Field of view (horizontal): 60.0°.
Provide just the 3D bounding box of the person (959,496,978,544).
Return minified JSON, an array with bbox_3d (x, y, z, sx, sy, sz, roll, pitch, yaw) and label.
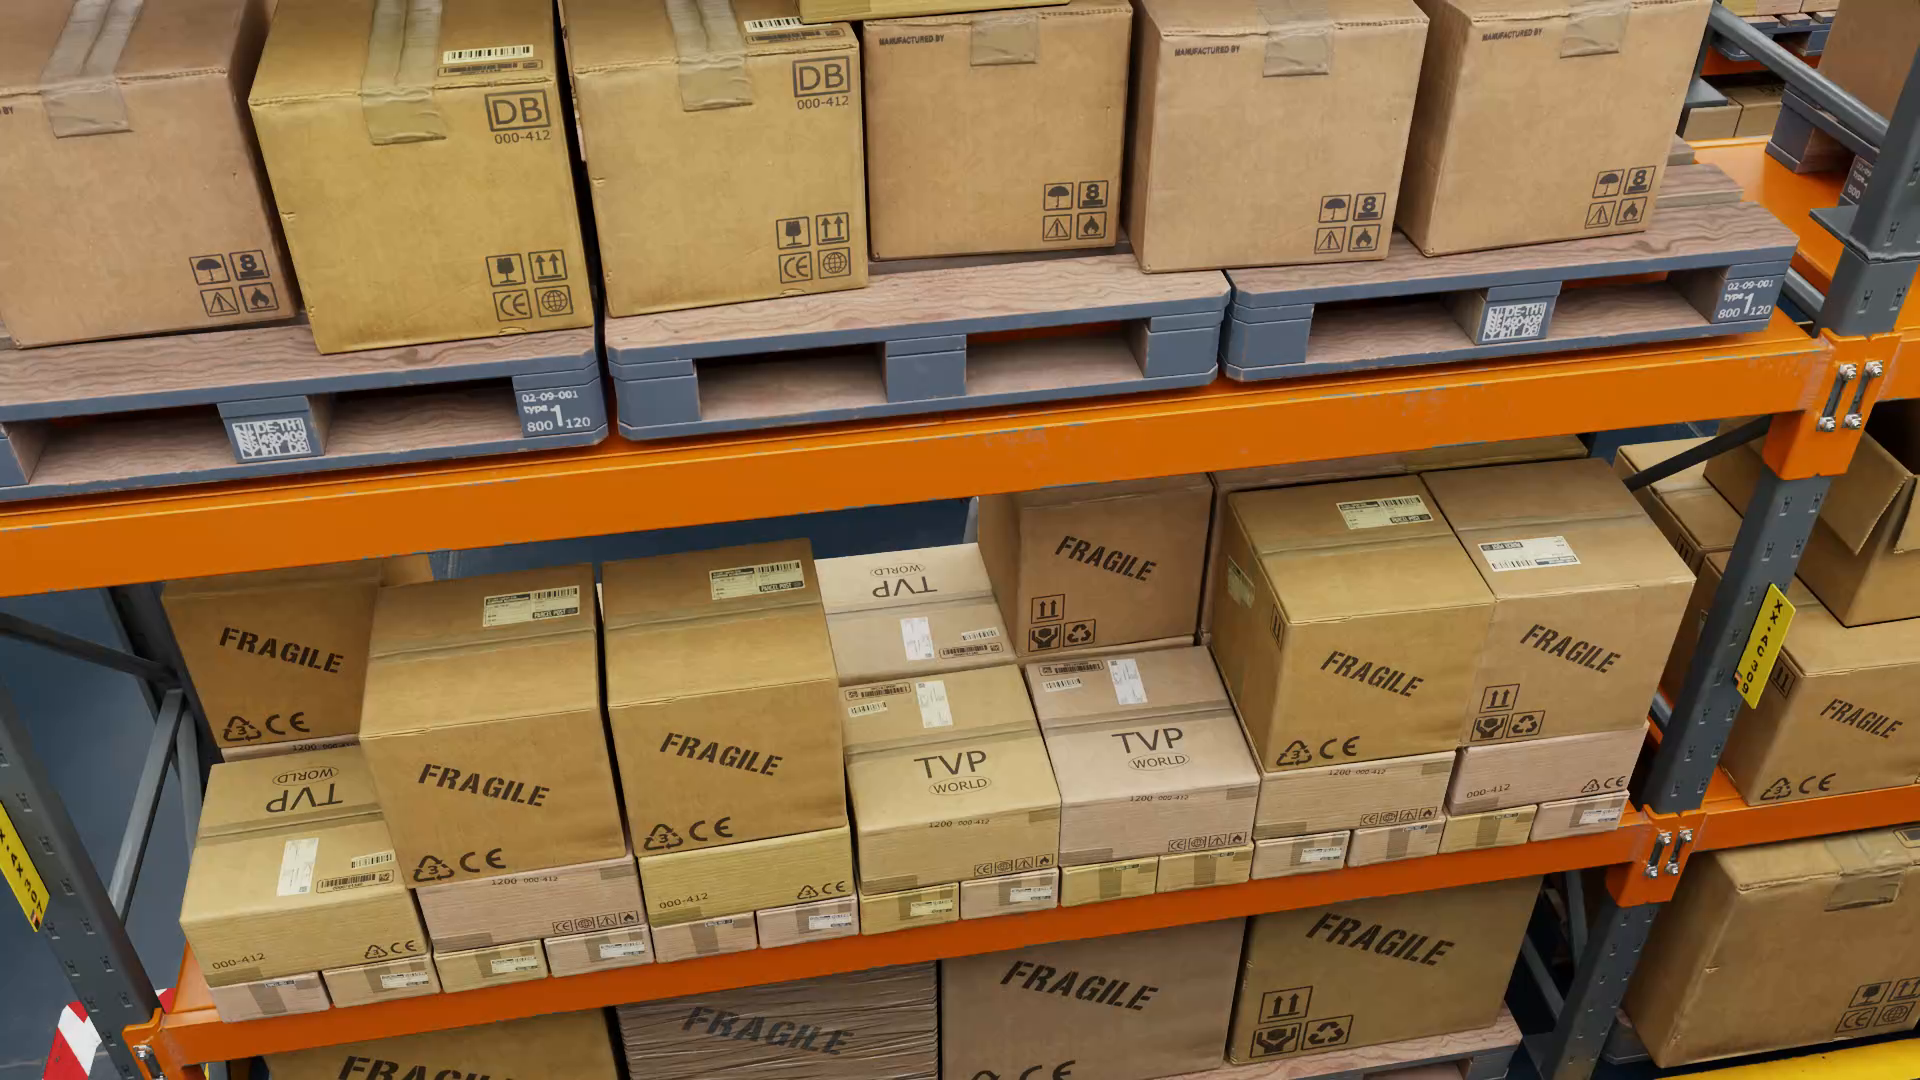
[{"bbox_3d":[0.165,-0.099,6.244,0.575,1.768,0.665,-23,44,-26],"label":"person"}]
